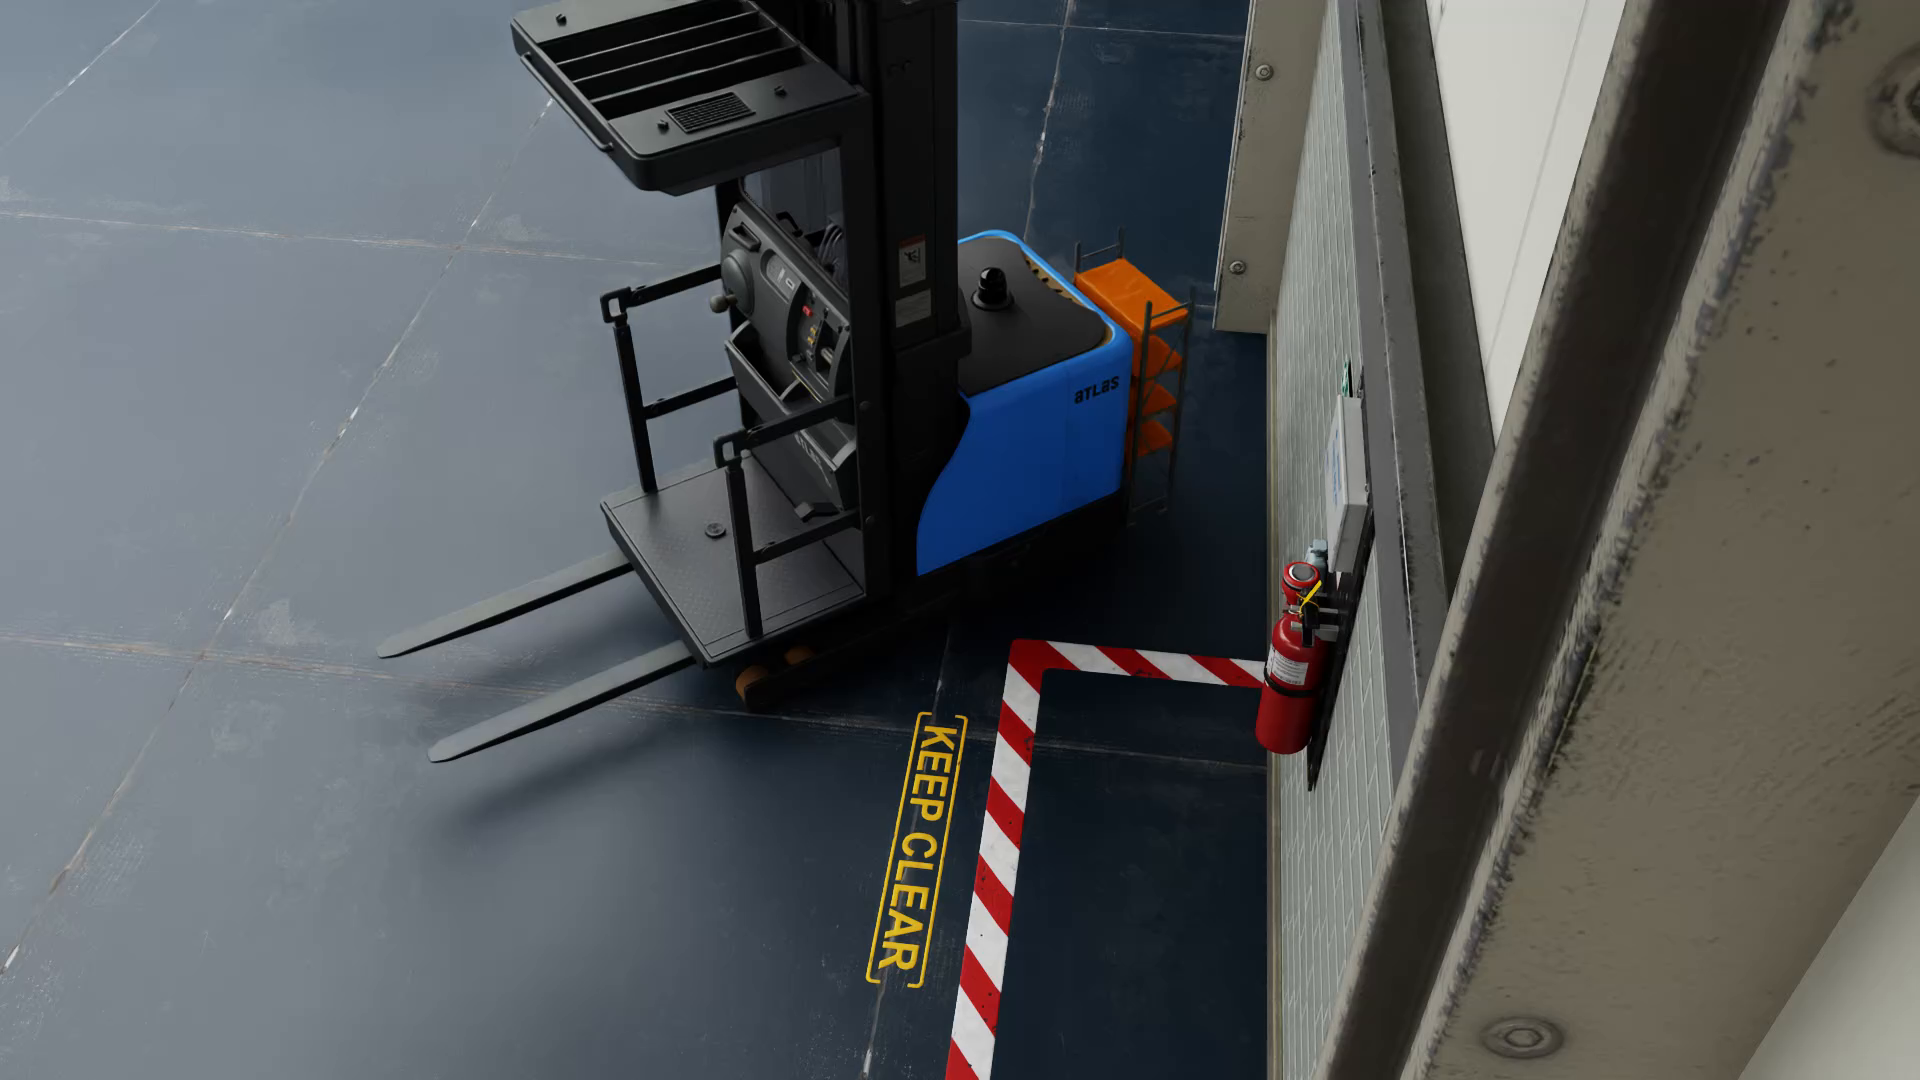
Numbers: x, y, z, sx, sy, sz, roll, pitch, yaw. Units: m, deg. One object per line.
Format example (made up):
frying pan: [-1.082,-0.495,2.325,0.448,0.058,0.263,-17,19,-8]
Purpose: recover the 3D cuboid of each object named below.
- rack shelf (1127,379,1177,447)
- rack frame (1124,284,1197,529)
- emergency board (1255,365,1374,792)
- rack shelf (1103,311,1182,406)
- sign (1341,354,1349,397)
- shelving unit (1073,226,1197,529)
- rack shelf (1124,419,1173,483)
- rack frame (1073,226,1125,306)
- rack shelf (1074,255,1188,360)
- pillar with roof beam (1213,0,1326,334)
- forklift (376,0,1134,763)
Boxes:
rack shelf: [0.705,-0.628,7.160,0.258,0.148,0.480,-23,48,-23]
rack frame: [0.833,-0.534,6.963,0.240,1.200,0.015,-23,48,-23]
emergency board: [1.026,0.135,4.948,0.194,1.169,0.643,5,44,6]
rack shelf: [0.705,-0.791,7.006,0.258,0.148,0.480,-23,48,-23]
sign: [1.192,-0.435,5.139,0.001,0.109,0.331,5,44,6]
shelving unit: [0.705,-0.677,7.114,0.258,1.200,0.503,-23,48,-23]
rack shelf: [0.704,-0.484,7.296,0.258,0.148,0.480,-23,48,-23]
rack frame: [0.577,-0.820,7.265,0.240,1.200,0.015,-23,48,-23]
rack shelf: [0.706,-0.963,6.844,0.258,0.148,0.480,-23,48,-23]
pillar with roof beam: [-2.812,-4.843,5.842,9.100,9.000,0.400,5,44,6]
forklift: [-0.820,-0.827,6.014,3.031,2.935,1.130,-23,48,-22]
